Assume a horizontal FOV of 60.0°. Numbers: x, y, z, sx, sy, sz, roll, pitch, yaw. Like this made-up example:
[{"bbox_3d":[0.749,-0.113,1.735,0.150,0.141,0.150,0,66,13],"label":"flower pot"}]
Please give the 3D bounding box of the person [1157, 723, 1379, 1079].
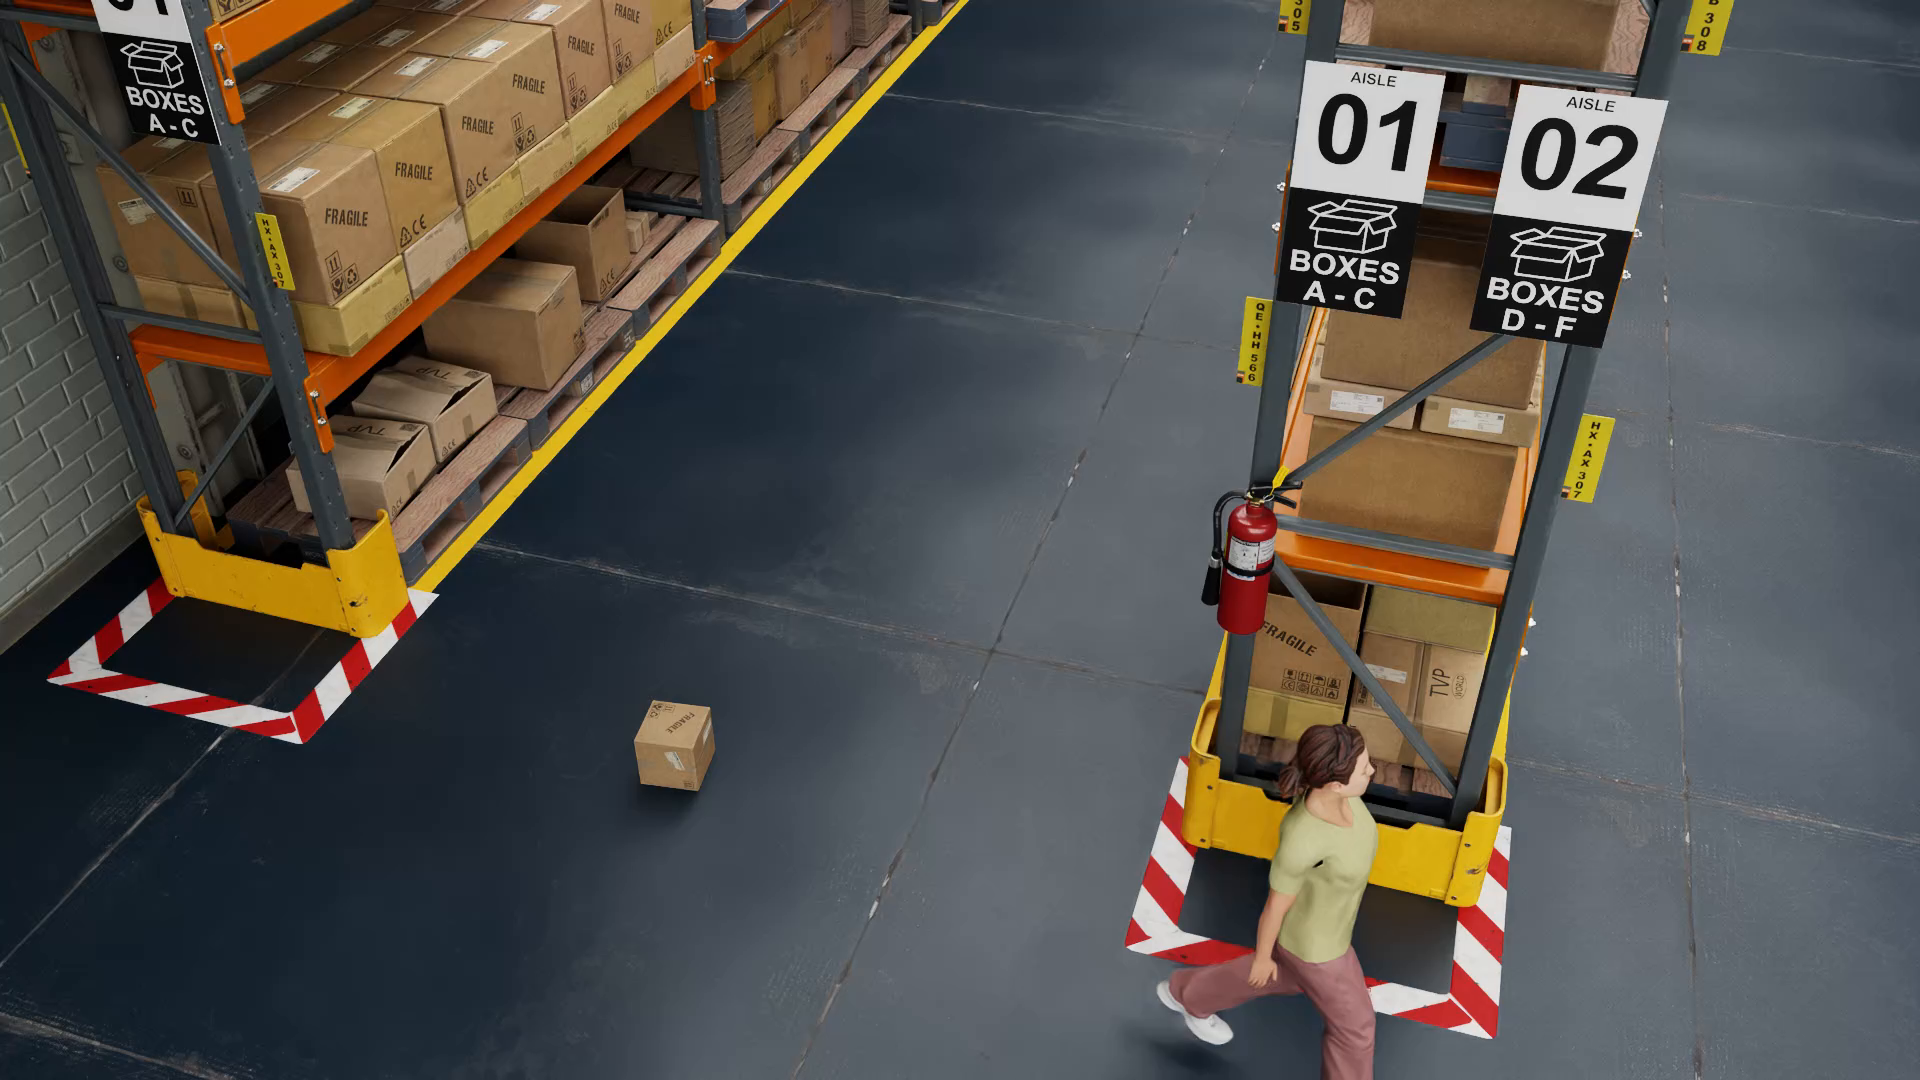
[{"bbox_3d":[1.111,1.206,5.301,0.942,1.634,0.473,15,40,19],"label":"person"}]
